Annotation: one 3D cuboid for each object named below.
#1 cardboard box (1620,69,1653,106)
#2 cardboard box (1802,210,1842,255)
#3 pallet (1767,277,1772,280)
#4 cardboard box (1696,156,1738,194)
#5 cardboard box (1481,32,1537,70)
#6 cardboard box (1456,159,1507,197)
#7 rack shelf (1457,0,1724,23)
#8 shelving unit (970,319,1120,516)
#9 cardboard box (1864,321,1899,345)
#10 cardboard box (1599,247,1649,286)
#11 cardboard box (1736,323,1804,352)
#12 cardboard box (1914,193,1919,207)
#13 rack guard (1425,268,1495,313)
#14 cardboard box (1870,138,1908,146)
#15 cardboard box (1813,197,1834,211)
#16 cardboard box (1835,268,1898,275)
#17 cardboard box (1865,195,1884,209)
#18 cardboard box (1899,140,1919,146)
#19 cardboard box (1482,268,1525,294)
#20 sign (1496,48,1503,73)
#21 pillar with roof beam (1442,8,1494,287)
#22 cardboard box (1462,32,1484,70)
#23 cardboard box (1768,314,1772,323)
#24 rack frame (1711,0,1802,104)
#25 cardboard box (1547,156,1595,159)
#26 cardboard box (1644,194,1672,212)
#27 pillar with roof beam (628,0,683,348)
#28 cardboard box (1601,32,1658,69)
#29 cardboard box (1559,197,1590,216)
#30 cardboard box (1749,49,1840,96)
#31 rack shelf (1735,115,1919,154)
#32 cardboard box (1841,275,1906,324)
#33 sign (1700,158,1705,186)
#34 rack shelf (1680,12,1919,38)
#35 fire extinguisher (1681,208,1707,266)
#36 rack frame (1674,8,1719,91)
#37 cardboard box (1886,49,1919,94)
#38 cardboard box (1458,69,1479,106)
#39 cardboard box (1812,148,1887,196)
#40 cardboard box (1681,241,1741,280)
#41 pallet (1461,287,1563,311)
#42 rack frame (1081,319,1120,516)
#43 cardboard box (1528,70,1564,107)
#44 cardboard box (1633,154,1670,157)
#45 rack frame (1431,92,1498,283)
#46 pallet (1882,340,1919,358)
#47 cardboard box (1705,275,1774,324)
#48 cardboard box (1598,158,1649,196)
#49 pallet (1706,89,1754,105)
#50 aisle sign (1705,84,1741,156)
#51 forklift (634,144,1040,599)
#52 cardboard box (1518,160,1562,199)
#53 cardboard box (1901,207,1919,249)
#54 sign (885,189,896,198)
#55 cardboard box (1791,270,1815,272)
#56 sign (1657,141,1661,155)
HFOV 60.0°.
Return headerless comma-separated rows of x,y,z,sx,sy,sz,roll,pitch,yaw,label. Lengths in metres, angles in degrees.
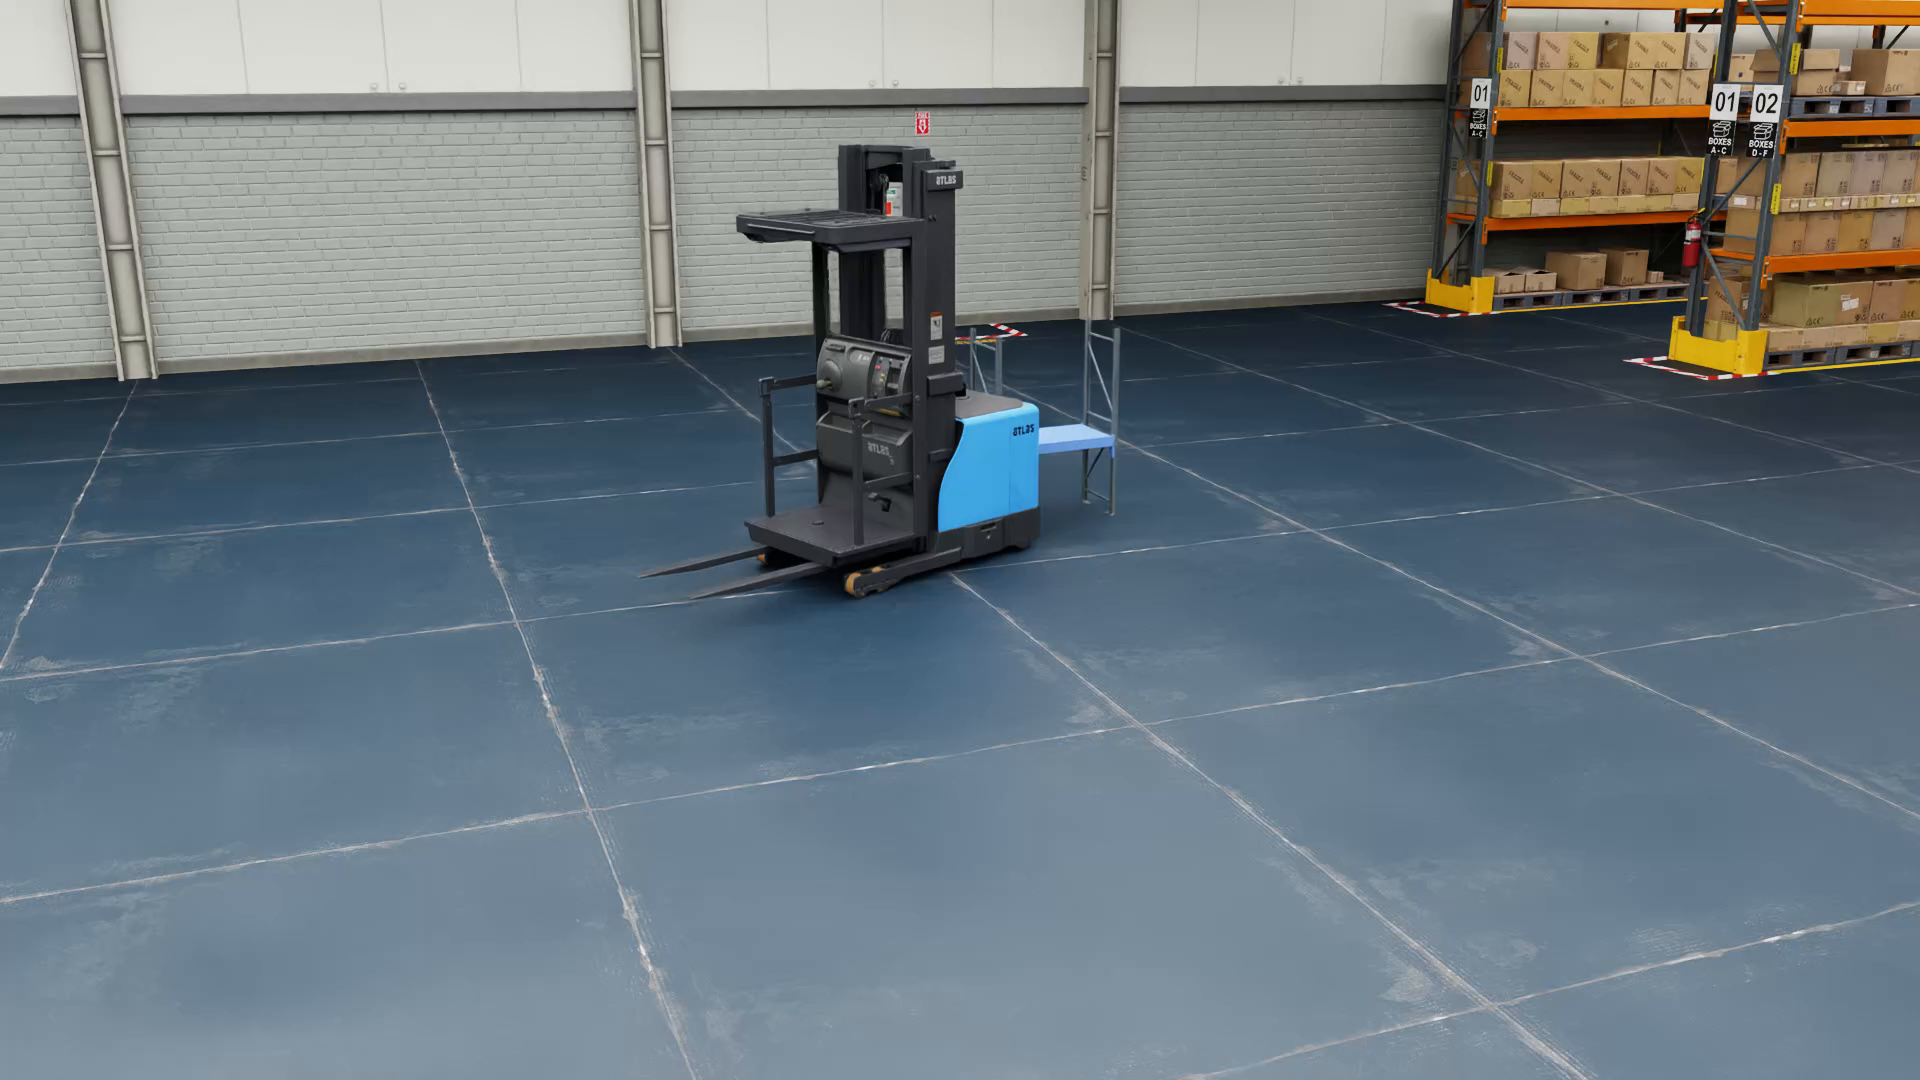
9.510,-6.475,23.786,0.500,0.500,0.500,-7,18,-22,cardboard box
9.844,-3.647,19.516,0.500,0.500,0.700,-6,17,-19,cardboard box
12.741,-4.072,26.091,1.213,0.211,1.003,-6,17,-20,pallet
11.361,-5.509,25.075,0.500,0.500,0.700,-6,17,-20,cardboard box
7.585,-6.755,22.968,0.500,0.500,0.500,-8,18,-24,cardboard box
7.502,-5.205,23.898,0.500,0.500,0.500,-6,18,-21,cardboard box
9.006,-7.537,23.577,4.000,0.370,1.077,-6,17,-20,rack shelf
0.657,-0.920,13.068,1.048,1.500,0.538,-7,18,-24,shelving unit
10.896,-2.529,20.023,0.500,0.250,0.500,-6,17,-20,cardboard box
9.919,-4.104,24.905,0.500,0.500,0.500,-8,18,-24,cardboard box
9.495,-2.379,19.509,0.500,0.250,0.500,-6,17,-20,cardboard box
11.286,-4.052,19.744,0.250,0.149,0.380,-6,17,-18,cardboard box
7.209,-3.612,24.012,0.348,0.500,1.175,-6,17,-20,rack guard
14.939,-6.284,26.603,0.500,0.250,0.500,-6,17,-19,cardboard box
9.837,-3.895,19.210,0.250,0.149,0.380,-6,17,-20,cardboard box
11.171,-3.081,20.570,0.500,0.500,0.500,-6,17,-20,cardboard box
10.560,-3.973,19.477,0.250,0.149,0.380,-6,18,-21,cardboard box
15.152,-6.151,26.150,0.500,0.250,0.500,-6,17,-19,cardboard box
7.817,-3.771,24.107,0.500,0.311,0.500,-8,18,-26,cardboard box
7.333,-6.520,22.601,0.005,0.325,0.100,-6,17,-20,sign
9.023,-6.848,19.946,0.400,9.000,9.100,-6,17,-20,pillar with roof beam
7.447,-6.893,23.435,0.500,0.500,0.500,-5,17,-18,cardboard box
9.772,-2.568,20.156,0.500,0.250,0.500,-6,17,-20,cardboard box
8.914,-6.379,18.351,0.127,3.000,1.000,-6,17,-20,rack frame
8.927,-5.357,24.416,0.500,0.500,0.500,-6,17,-19,cardboard box
10.072,-4.969,24.427,0.500,0.250,0.500,-6,17,-20,cardboard box
-2.183,-5.638,15.826,0.400,9.000,9.100,-6,17,-20,pillar with roof beam
9.511,-6.948,23.625,0.500,0.500,0.500,-7,18,-22,cardboard box
8.665,-4.813,23.895,0.500,0.250,0.500,-6,18,-21,cardboard box
9.453,-5.315,18.874,0.637,0.503,0.797,-5,17,-16,cardboard box
10.782,-4.797,19.562,4.000,0.370,1.077,-6,17,-20,rack shelf
10.896,-2.889,19.916,0.500,0.500,0.500,-6,17,-20,cardboard box
8.733,-4.314,19.491,0.005,0.325,0.100,-6,17,-20,sign
12.741,-7.750,25.006,4.000,0.370,1.077,-6,17,-20,rack shelf
8.638,-3.574,19.583,0.183,0.674,0.296,-6,17,-20,fire extinguisher
10.874,-8.086,24.161,0.127,3.000,1.000,-6,17,-20,rack frame
11.067,-5.529,19.601,0.637,0.503,0.797,-4,17,-14,cardboard box
7.437,-6.409,23.564,0.500,0.500,0.500,-5,17,-16,cardboard box
10.364,-4.326,19.526,0.500,0.500,0.700,-6,17,-20,cardboard box
11.555,-4.297,25.564,0.500,0.500,0.700,-6,17,-18,cardboard box
7.981,-3.546,24.300,1.213,0.211,1.003,-6,17,-20,pallet
1.119,-0.980,13.272,0.032,1.500,0.500,-7,18,-24,rack frame
8.054,-6.313,23.237,0.500,0.500,0.500,-5,17,-16,cardboard box
10.360,-5.512,24.945,0.500,0.500,0.500,-7,18,-21,cardboard box
7.138,-4.804,23.633,0.127,3.000,1.000,-6,17,-20,rack frame
11.892,-2.497,20.727,1.213,0.211,1.003,-6,17,-20,pallet
9.309,-2.875,19.870,0.500,0.500,0.500,-6,17,-20,cardboard box
9.605,-5.276,24.140,0.500,0.500,0.500,-7,18,-22,cardboard box
11.488,-6.591,24.727,1.003,0.211,1.213,-6,17,-20,pallet
8.748,-4.819,19.071,0.004,0.787,0.394,-6,17,-20,aisle sign
-0.826,-1.182,11.421,3.031,2.935,1.130,-15,22,-41,forklift
8.157,-5.118,23.601,0.500,0.500,0.500,-6,17,-20,cardboard box
11.277,-3.801,20.042,0.500,0.500,0.700,-6,17,-19,cardboard box
-0.987,-4.499,21.591,0.331,0.109,0.001,-6,17,-20,sign
12.979,-4.457,26.108,0.500,0.500,0.700,-6,17,-20,cardboard box
10.672,-5.908,25.340,0.005,0.325,0.100,-6,17,-20,sign
